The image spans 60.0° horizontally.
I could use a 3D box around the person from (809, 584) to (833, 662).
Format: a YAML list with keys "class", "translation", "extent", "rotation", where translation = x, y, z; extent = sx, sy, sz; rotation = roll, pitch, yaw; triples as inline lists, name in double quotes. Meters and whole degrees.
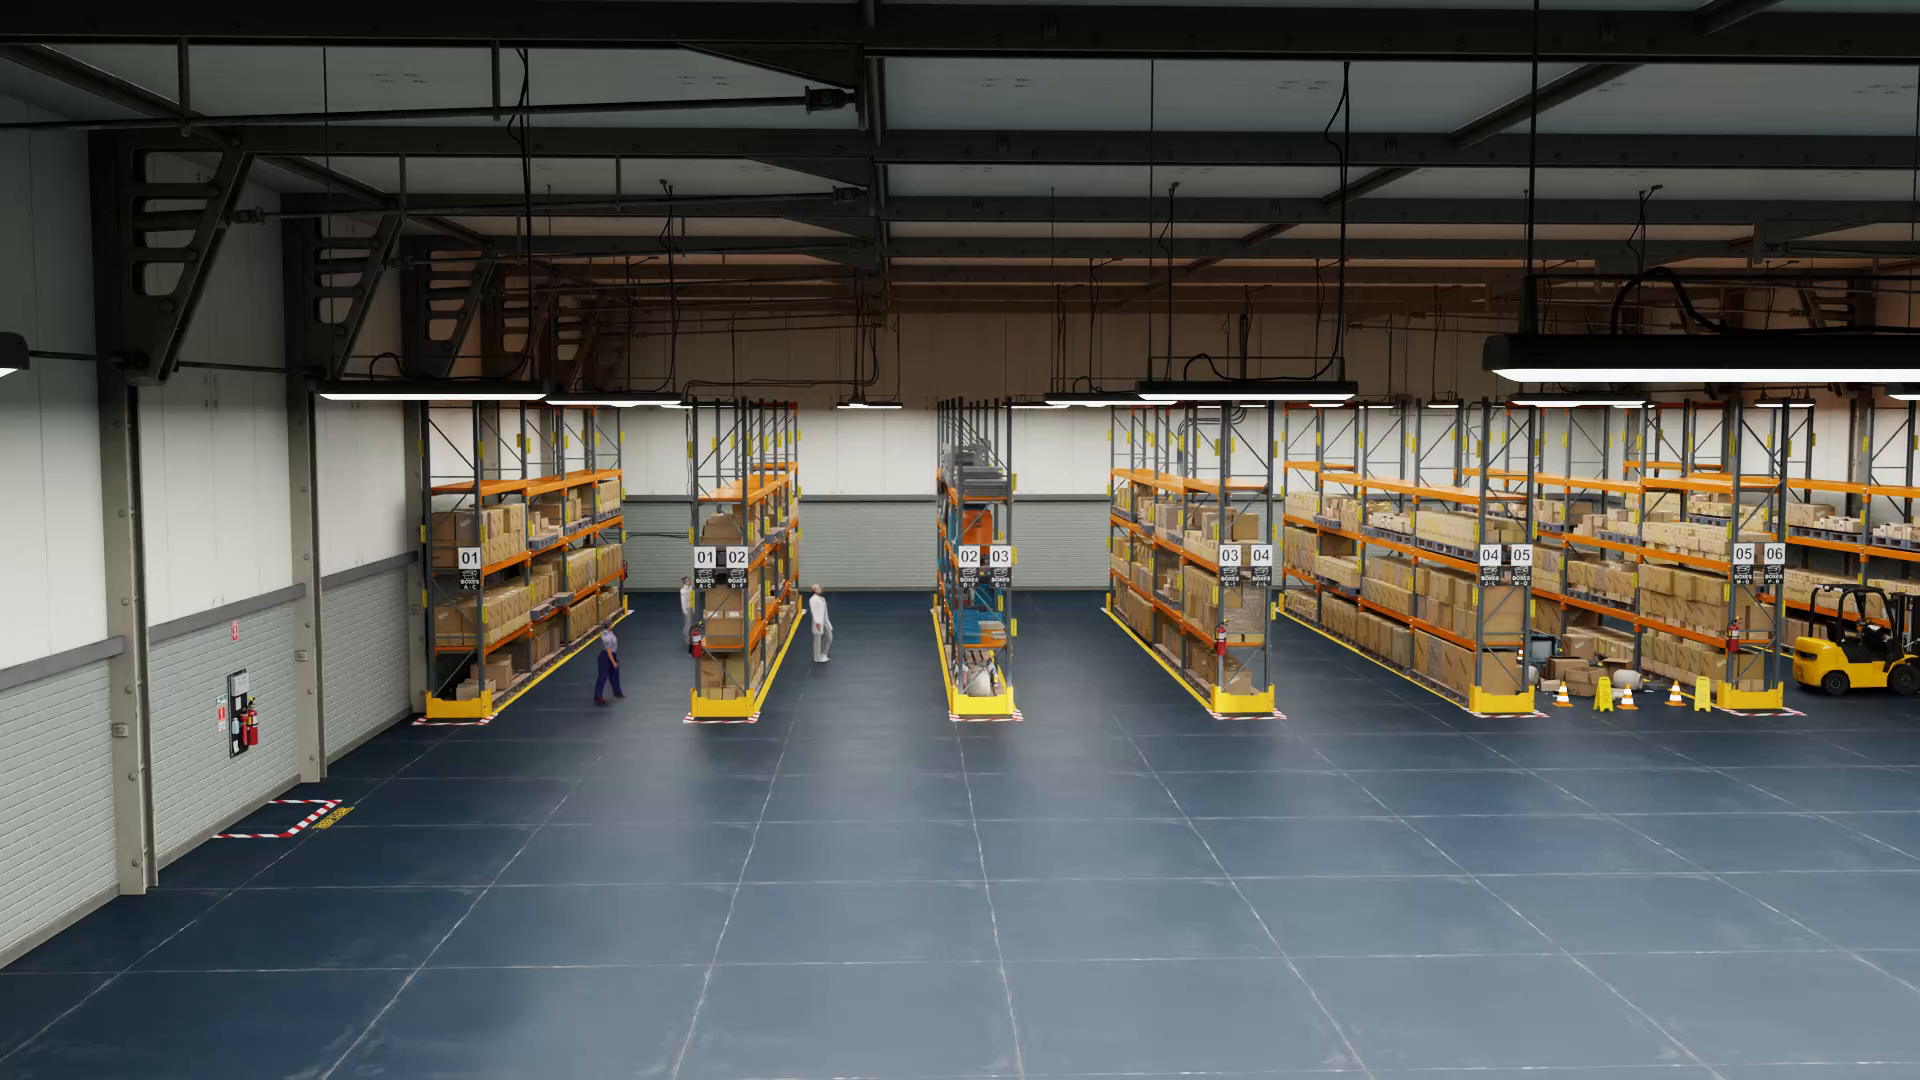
- class: "person"
  translation: [-3.196, 1.897, 37.939]
  extent: [0.508, 1.767, 0.627]
  rotation: [3, 6, 38]

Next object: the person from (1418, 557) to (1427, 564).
- class: "person"
  translation: [13.499, 1.051, 48.996]
  extent: [0.557, 1.794, 0.602]
  rotation: [4, 6, 43]

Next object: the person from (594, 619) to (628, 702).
- class: "person"
  translation: [-6.931, 2.373, 32.931]
  extent: [0.573, 1.661, 0.672]
  rotation: [0, 4, 2]

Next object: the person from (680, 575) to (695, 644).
- class: "person"
  translation: [-6.684, 1.710, 41.108]
  extent: [0.421, 1.698, 0.500]
  rotation: [0, 4, 2]
